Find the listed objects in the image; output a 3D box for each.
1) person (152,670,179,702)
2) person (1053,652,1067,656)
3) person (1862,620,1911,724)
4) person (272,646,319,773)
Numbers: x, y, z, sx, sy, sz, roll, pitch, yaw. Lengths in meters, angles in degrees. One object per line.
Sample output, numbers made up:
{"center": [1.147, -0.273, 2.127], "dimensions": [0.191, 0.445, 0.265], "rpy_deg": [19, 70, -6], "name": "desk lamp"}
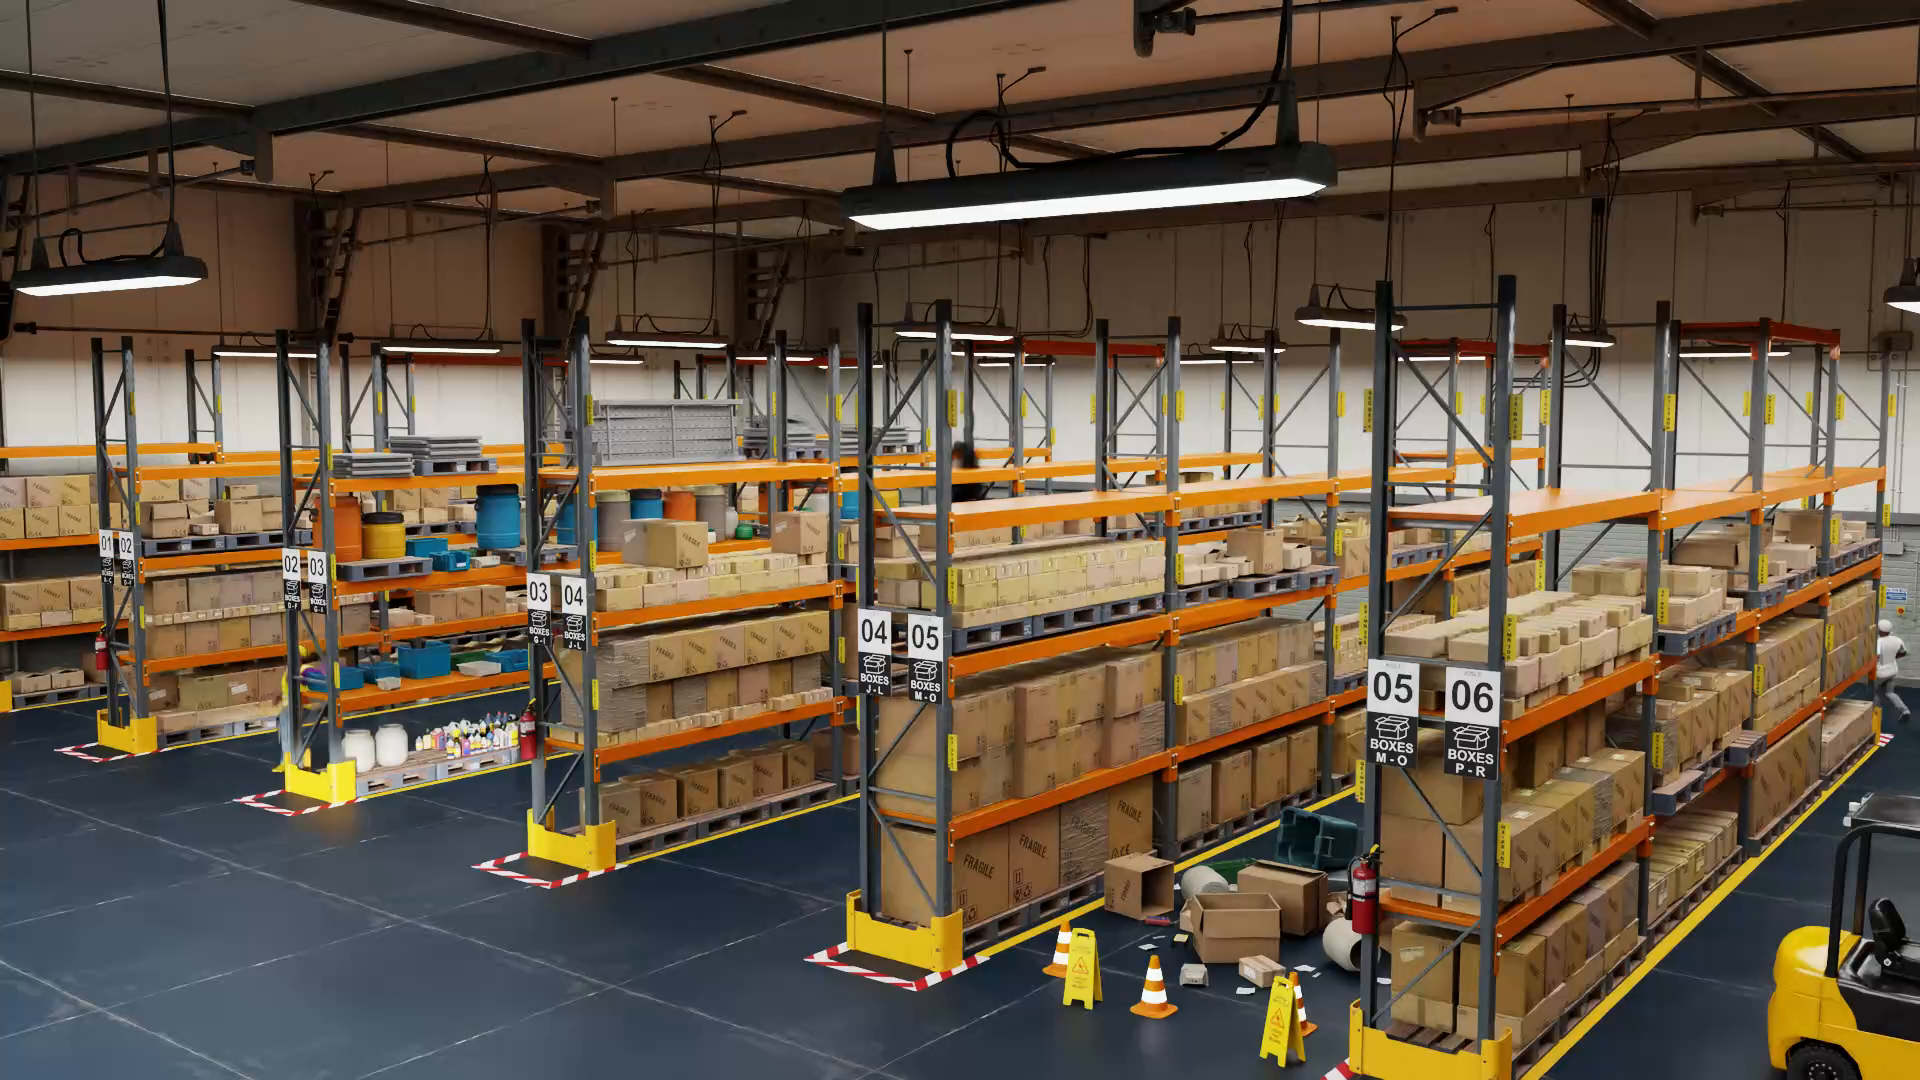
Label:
{"center": [-12.859, 1.957, 26.622], "dimensions": [0.641, 1.792, 0.709], "rpy_deg": [2, 5, 20], "name": "person"}
{"center": [1.576, 2.010, 22.911], "dimensions": [0.686, 1.837, 0.824], "rpy_deg": [3, 6, 30], "name": "person"}
{"center": [14.307, 2.062, 25.892], "dimensions": [0.775, 1.706, 0.838], "rpy_deg": [-1, 5, -10], "name": "person"}
{"center": [-9.210, 2.321, 22.966], "dimensions": [0.706, 1.706, 0.766], "rpy_deg": [3, 6, 29], "name": "person"}
